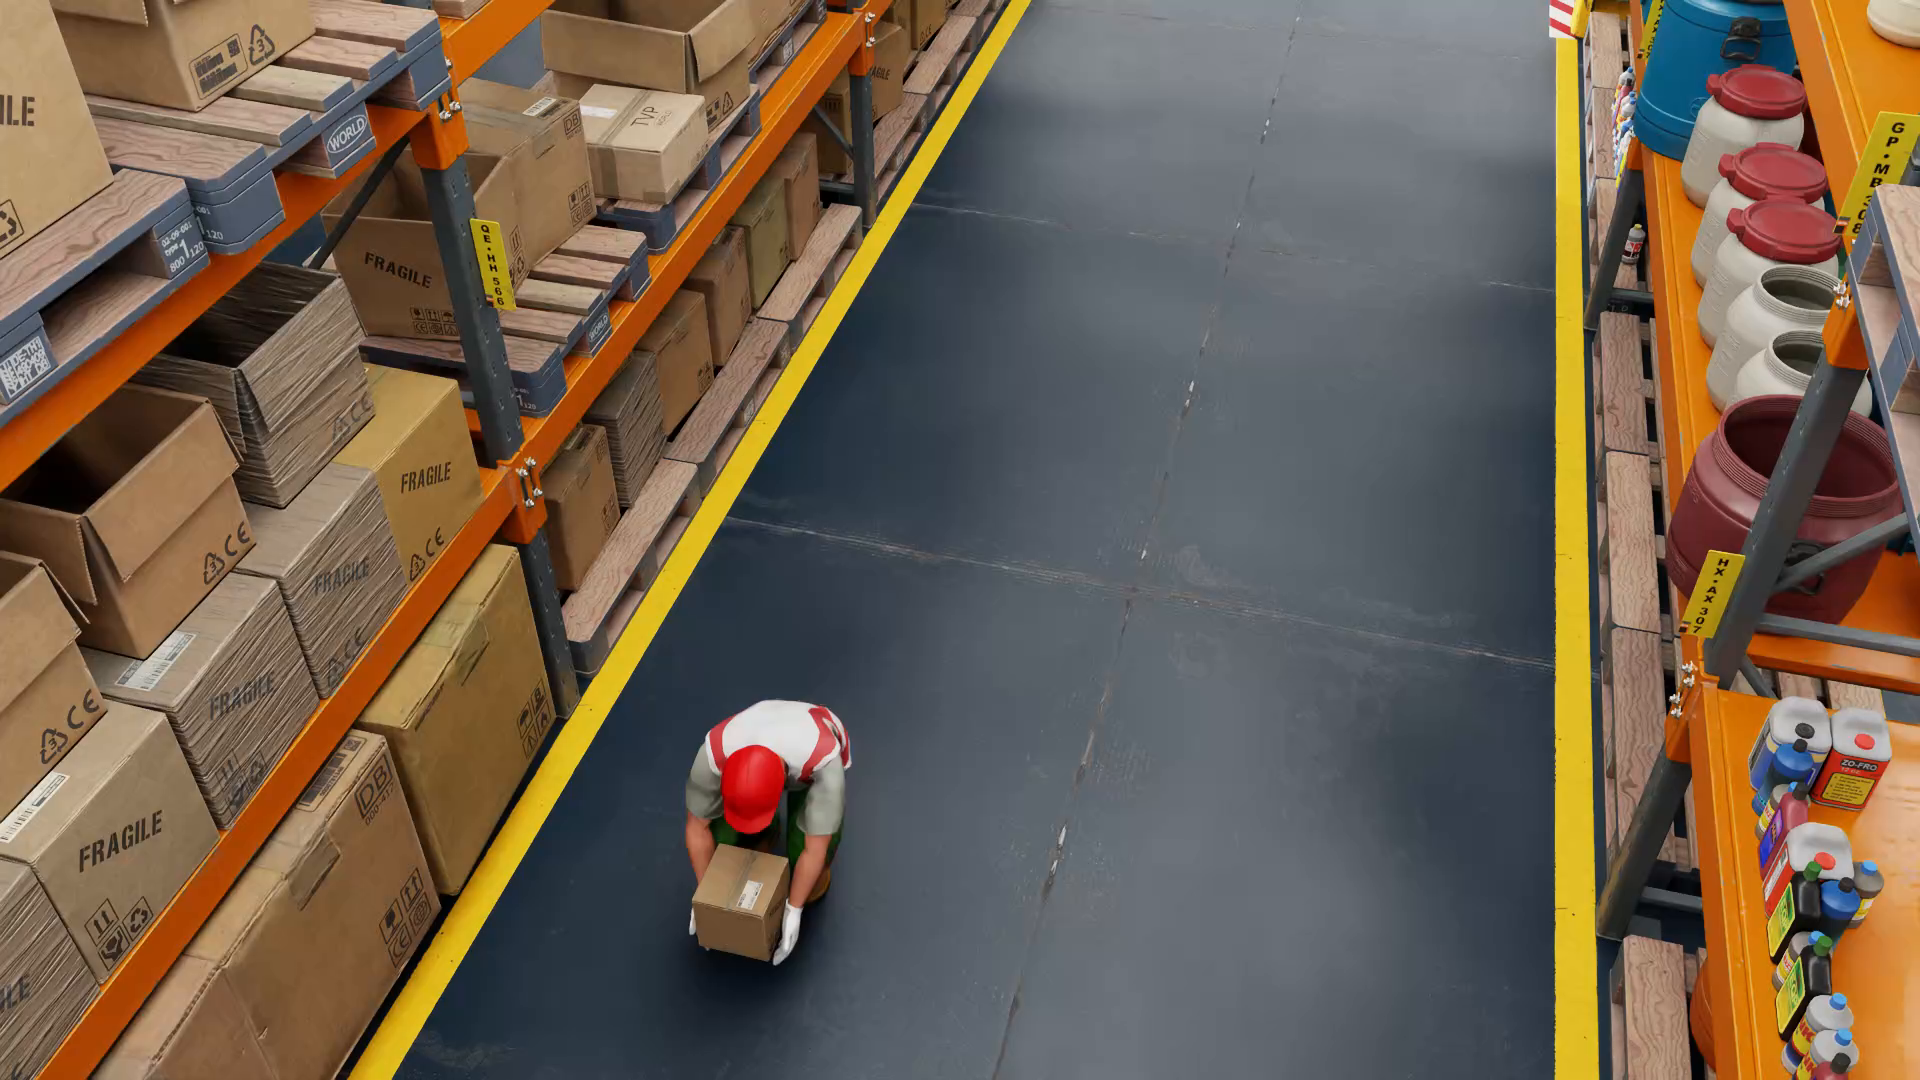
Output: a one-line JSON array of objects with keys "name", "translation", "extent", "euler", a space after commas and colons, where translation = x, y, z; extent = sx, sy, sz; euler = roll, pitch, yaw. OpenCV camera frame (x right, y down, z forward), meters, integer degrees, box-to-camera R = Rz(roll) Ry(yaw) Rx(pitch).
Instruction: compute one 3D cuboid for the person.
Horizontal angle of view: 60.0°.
[{"name": "person", "translation": [-0.637, 0.885, 5.725], "extent": [0.569, 0.993, 0.868], "euler": [10, 42, 11]}]
